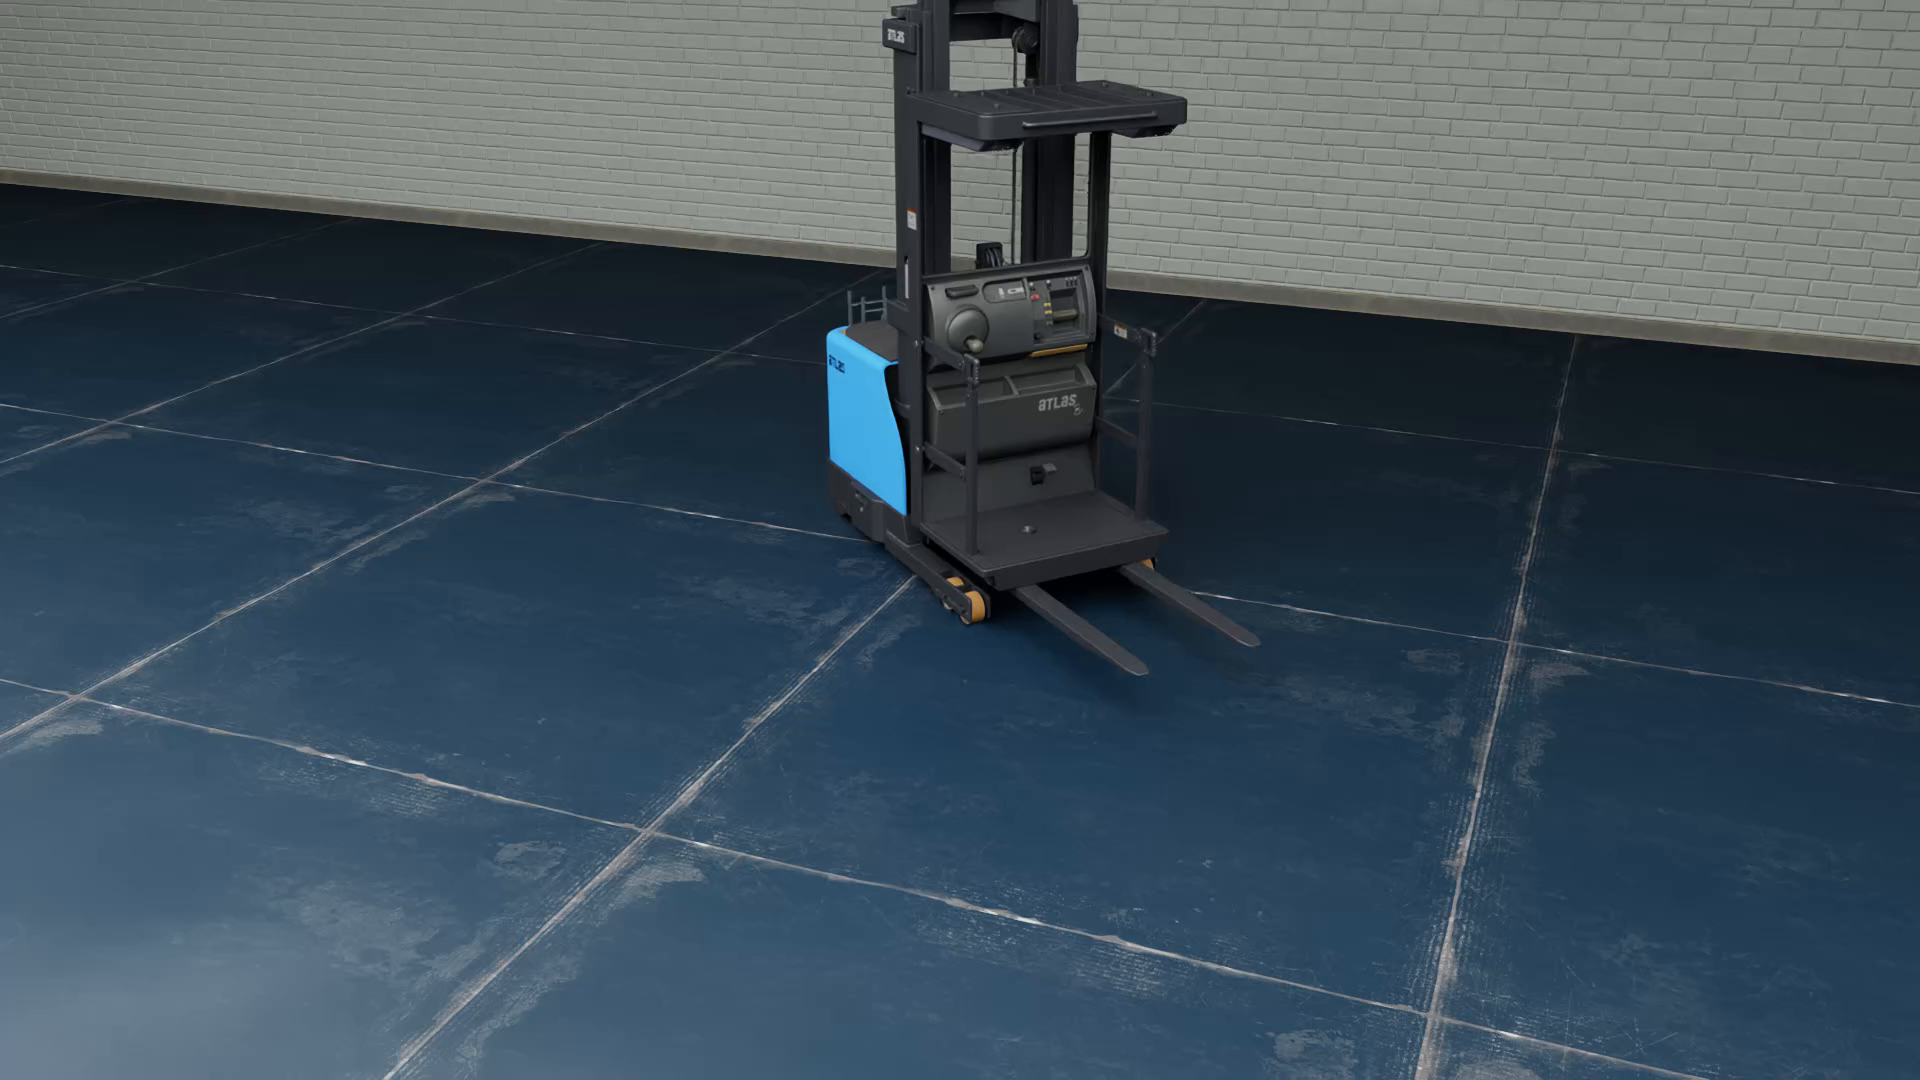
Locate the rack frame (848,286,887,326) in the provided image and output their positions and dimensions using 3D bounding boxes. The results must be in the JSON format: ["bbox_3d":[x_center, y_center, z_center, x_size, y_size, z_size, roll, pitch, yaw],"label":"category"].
[{"bbox_3d":[-0.534,-0.898,9.843,0.240,1.200,0.006,-12,24,-26],"label":"rack frame"}]

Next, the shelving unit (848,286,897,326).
[{"bbox_3d":[-0.491,-0.868,9.767,0.258,1.200,0.189,-12,24,-26],"label":"shelving unit"}]

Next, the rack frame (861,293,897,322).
[{"bbox_3d":[-0.448,-0.839,9.692,0.240,1.200,0.006,-12,24,-26],"label":"rack frame"}]

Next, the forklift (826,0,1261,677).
[{"bbox_3d":[0.369,-1.131,8.154,1.130,2.935,3.031,-11,25,-25],"label":"forklift"}]
